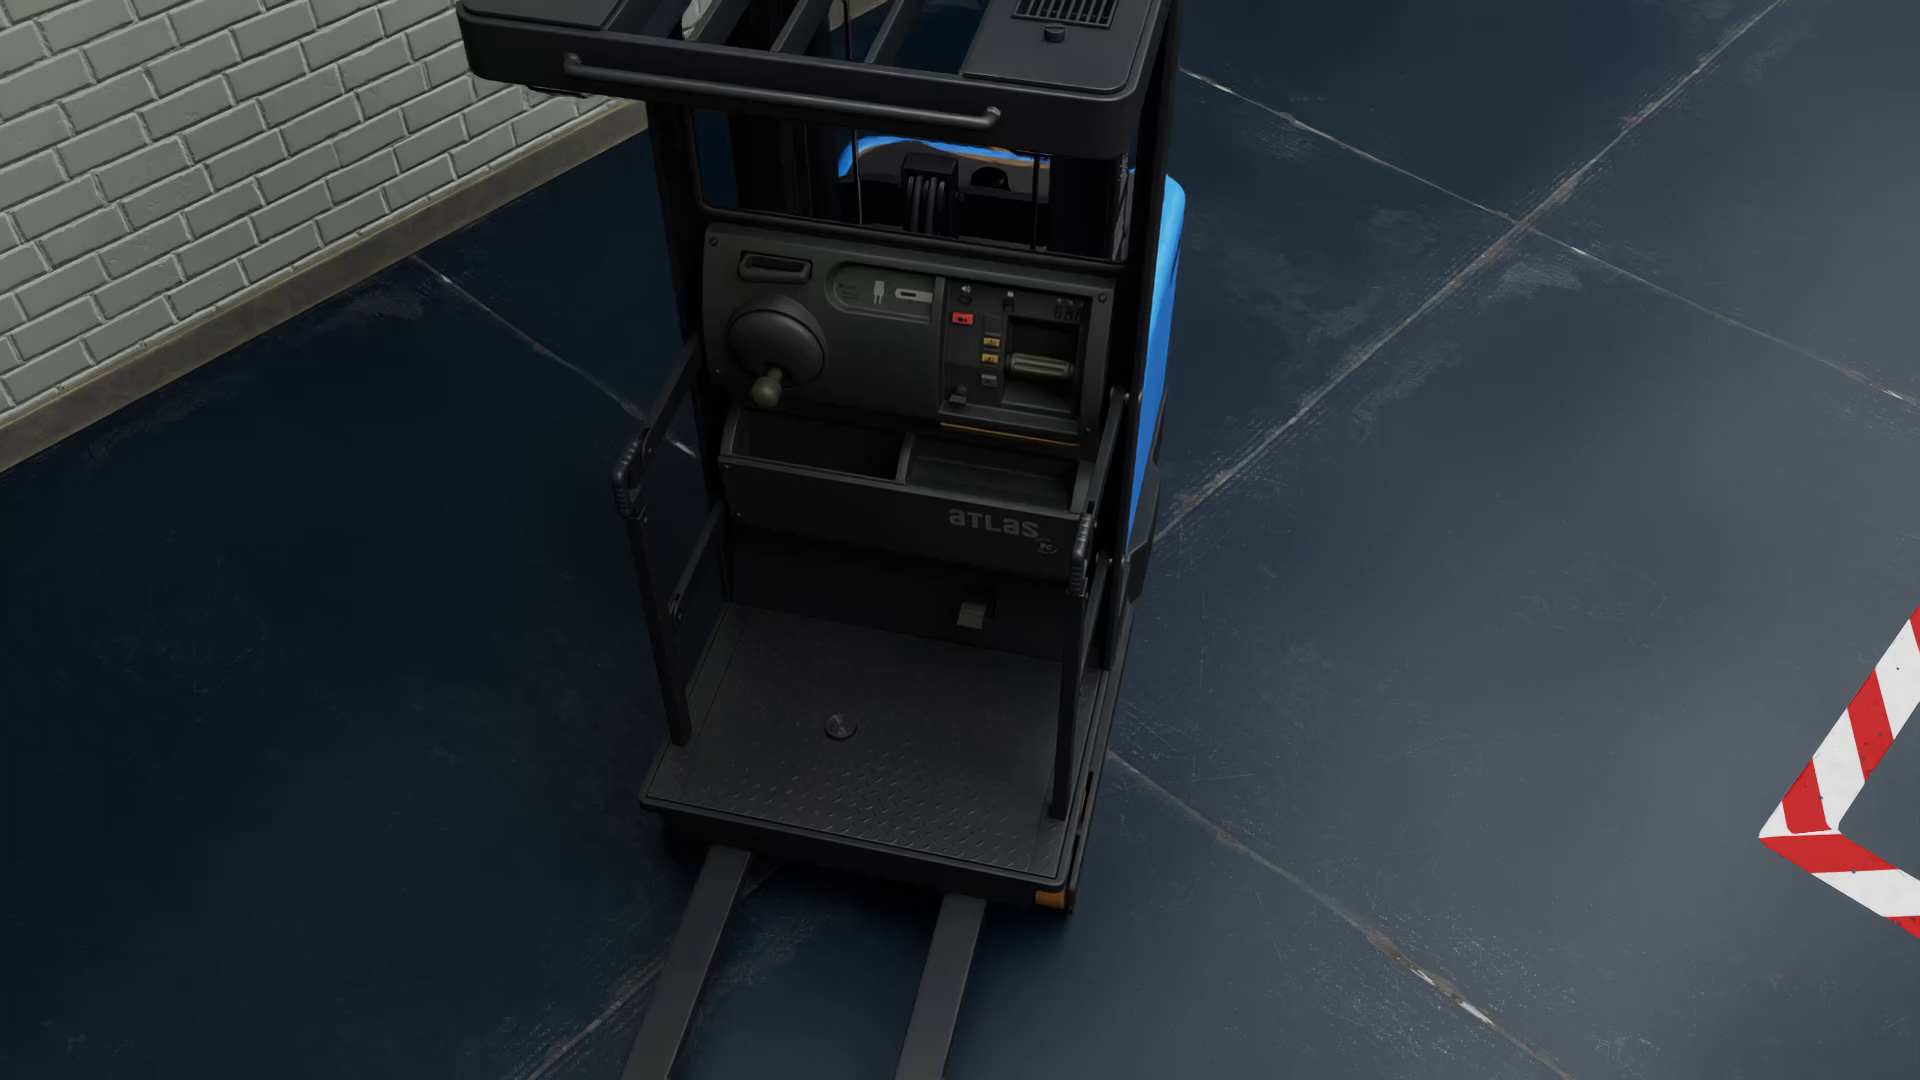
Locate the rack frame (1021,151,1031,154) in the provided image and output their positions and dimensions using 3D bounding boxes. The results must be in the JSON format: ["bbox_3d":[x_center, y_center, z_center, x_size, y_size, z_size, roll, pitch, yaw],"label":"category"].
[{"bbox_3d":[0.282,-0.899,5.271,0.240,1.200,0.006,-25,52,-22],"label":"rack frame"}]

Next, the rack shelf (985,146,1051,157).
[{"bbox_3d":[0.232,-1.171,5.094,0.258,0.103,0.180,-25,52,-22],"label":"rack shelf"}]

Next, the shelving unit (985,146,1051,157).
[{"bbox_3d":[0.232,-0.955,5.324,0.258,1.200,0.189,-25,52,-22],"label":"shelving unit"}]

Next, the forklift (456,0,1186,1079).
[{"bbox_3d":[-0.174,-0.355,3.573,1.130,2.935,3.031,10,48,9],"label":"forklift"}]
